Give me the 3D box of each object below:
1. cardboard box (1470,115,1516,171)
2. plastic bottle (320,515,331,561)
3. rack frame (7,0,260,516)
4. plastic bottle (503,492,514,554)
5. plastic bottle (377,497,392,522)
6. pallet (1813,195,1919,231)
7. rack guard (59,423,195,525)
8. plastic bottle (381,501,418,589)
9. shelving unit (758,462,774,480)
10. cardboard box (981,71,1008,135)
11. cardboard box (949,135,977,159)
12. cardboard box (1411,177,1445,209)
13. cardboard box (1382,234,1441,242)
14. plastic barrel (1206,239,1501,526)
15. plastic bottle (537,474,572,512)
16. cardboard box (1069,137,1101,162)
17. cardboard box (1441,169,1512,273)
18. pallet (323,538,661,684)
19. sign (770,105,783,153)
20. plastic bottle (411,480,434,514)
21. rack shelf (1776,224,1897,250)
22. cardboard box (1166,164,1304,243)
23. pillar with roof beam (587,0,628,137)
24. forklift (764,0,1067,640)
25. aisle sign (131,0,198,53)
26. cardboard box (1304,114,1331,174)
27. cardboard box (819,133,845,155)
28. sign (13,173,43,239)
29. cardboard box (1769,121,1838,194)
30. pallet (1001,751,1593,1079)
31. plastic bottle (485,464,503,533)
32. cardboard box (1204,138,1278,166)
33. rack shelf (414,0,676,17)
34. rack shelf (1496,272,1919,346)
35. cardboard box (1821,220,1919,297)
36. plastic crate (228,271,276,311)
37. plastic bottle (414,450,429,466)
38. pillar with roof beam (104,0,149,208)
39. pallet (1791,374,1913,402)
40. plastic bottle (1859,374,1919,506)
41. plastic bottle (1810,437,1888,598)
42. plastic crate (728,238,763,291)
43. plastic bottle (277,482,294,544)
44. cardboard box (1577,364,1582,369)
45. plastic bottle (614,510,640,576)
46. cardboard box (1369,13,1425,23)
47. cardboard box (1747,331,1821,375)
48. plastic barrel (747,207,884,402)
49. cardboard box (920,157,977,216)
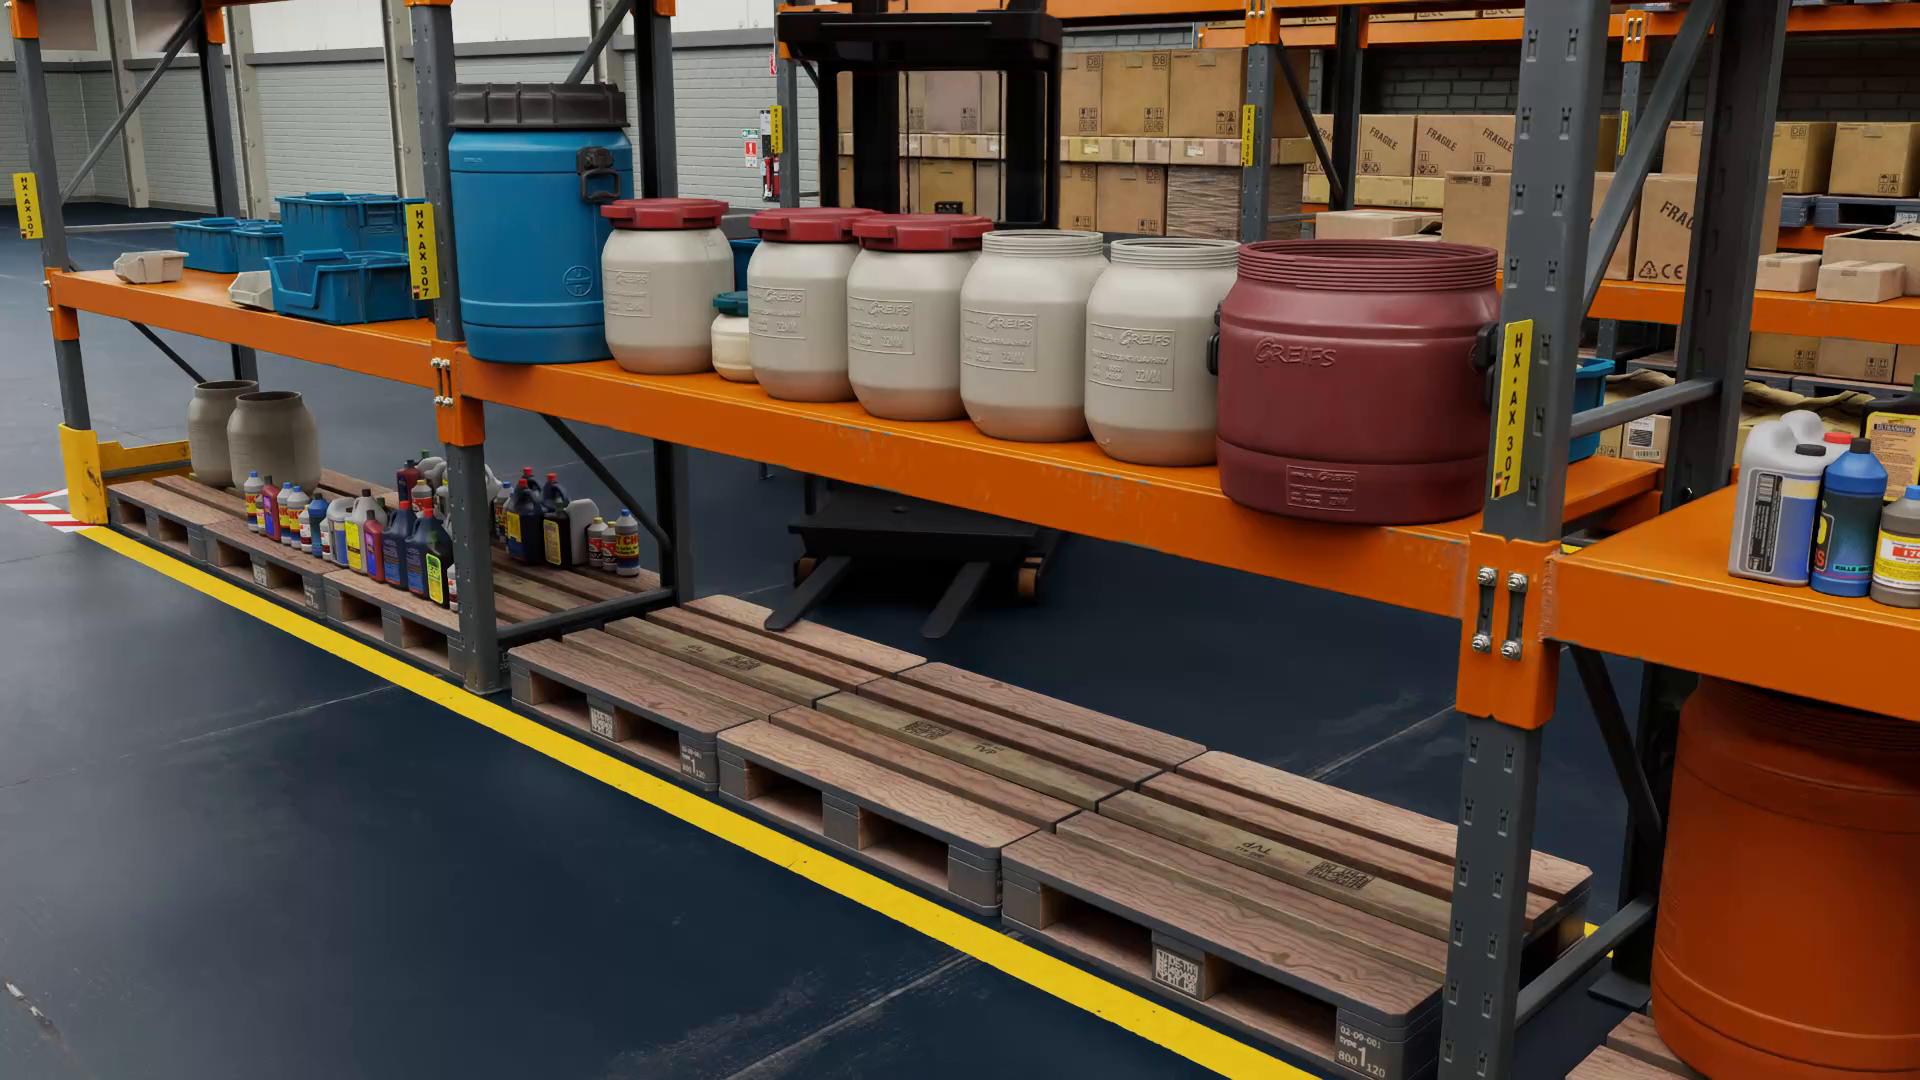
[{"bbox_3d":[4.482,-3.176,13.443,0.500,0.500,0.500,14,20,42],"label":"cardboard box"},{"bbox_3d":[-2.729,-0.019,7.233,0.097,0.201,0.097,0,15,0],"label":"plastic bottle"},{"bbox_3d":[-4.356,-1.665,8.873,0.127,3.000,1.000,14,20,42],"label":"rack frame"},{"bbox_3d":[-1.957,-0.078,7.319,0.097,0.271,0.097,0,15,0],"label":"plastic bottle"},{"bbox_3d":[-2.458,-0.037,7.139,0.133,0.283,0.061,14,20,42],"label":"plastic bottle"},{"bbox_3d":[6.826,-2.309,11.726,1.213,0.211,1.003,14,20,42],"label":"pallet"},{"bbox_3d":[-4.268,-0.451,9.170,0.348,0.500,1.175,14,20,42],"label":"rack guard"},{"bbox_3d":[-2.278,0.010,6.825,0.185,0.351,0.144,12,19,39],"label":"plastic bottle"},{"bbox_3d":[-0.615,-1.064,9.543,1.048,1.500,0.538,9,17,32],"label":"shelving unit"},{"bbox_3d":[0.557,-2.879,10.763,0.500,0.500,0.700,14,20,42],"label":"cardboard box"},{"bbox_3d":[0.147,-2.593,10.949,0.250,0.149,0.380,13,20,41],"label":"cardboard box"},{"bbox_3d":[4.123,-2.902,13.878,0.500,0.250,0.500,14,20,42],"label":"cardboard box"},{"bbox_3d":[2.461,-1.550,8.928,0.250,0.149,0.380,14,20,42],"label":"cardboard box"},{"bbox_3d":[0.859,-0.357,3.583,0.708,0.536,0.600,14,20,42],"label":"plastic barrel"},{"bbox_3d":[-1.769,-0.112,7.296,0.144,0.351,0.185,-14,20,-43],"label":"plastic bottle"},{"bbox_3d":[0.889,-2.413,10.258,0.250,0.149,0.380,14,20,42],"label":"cardboard box"},{"bbox_3d":[2.885,-1.682,8.740,0.500,0.500,0.500,-13,19,-40],"label":"cardboard box"},{"bbox_3d":[-1.931,0.259,7.018,1.213,0.211,1.003,14,20,42],"label":"pallet"},{"bbox_3d":[-1.304,-2.921,11.819,0.005,0.325,0.100,14,20,42],"label":"sign"},{"bbox_3d":[-2.540,-0.183,7.861,0.097,0.201,0.097,0,15,0],"label":"plastic bottle"},{"bbox_3d":[6.840,-2.065,11.835,4.000,0.370,1.077,14,20,42],"label":"rack shelf"},{"bbox_3d":[1.641,-1.988,9.915,0.500,0.500,0.700,13,19,41],"label":"cardboard box"},{"bbox_3d":[-8.001,-7.719,20.211,0.400,9.000,9.100,14,20,42],"label":"pillar with roof beam"},{"bbox_3d":[-0.138,-1.230,7.340,1.130,2.935,3.031,3,15,10],"label":"forklift"},{"bbox_3d":[-4.201,-2.989,8.800,0.004,0.787,0.394,14,20,42],"label":"aisle sign"},{"bbox_3d":[3.005,-3.537,14.827,0.500,0.500,0.500,14,20,42],"label":"cardboard box"},{"bbox_3d":[-0.782,-2.818,11.813,0.250,0.149,0.380,13,20,42],"label":"cardboard box"},{"bbox_3d":[-4.741,-1.700,8.457,0.005,0.325,0.100,14,20,42],"label":"sign"},{"bbox_3d":[6.140,-2.830,12.273,0.700,0.500,0.500,-12,19,-39],"label":"cardboard box"},{"bbox_3d":[0.873,0.942,4.398,1.213,0.211,1.003,14,20,42],"label":"pallet"},{"bbox_3d":[-2.211,-0.220,7.708,0.185,0.351,0.144,13,20,42],"label":"plastic bottle"},{"bbox_3d":[1.620,-2.234,9.573,0.250,0.149,0.380,14,20,42],"label":"cardboard box"},{"bbox_3d":[-0.036,-1.718,4.555,4.000,0.370,1.077,14,20,42],"label":"rack shelf"},{"bbox_3d":[3.404,-1.165,8.381,4.000,0.370,1.077,14,20,42],"label":"rack shelf"},{"bbox_3d":[4.335,-1.312,7.694,0.500,0.311,0.500,13,20,42],"label":"cardboard box"},{"bbox_3d":[-2.821,-1.075,7.133,0.437,0.136,0.530,14,20,42],"label":"plastic crate"},{"bbox_3d":[-2.633,-0.304,8.166,0.061,0.283,0.133,-14,20,-43],"label":"plastic bottle"},{"bbox_3d":[-20.959,-10.870,32.301,0.400,9.000,9.100,14,20,42],"label":"pillar with roof beam"},{"bbox_3d":[6.844,-1.064,12.098,1.213,0.211,1.003,14,20,42],"label":"pallet"},{"bbox_3d":[1.991,-0.215,3.539,0.133,0.283,0.061,14,20,42],"label":"plastic bottle"},{"bbox_3d":[1.555,-0.043,2.903,0.097,0.271,0.097,0,15,0],"label":"plastic bottle"},{"bbox_3d":[-0.466,-0.821,5.664,0.575,0.384,0.392,14,20,42],"label":"plastic crate"},{"bbox_3d":[-3.020,-0.124,7.496,0.097,0.271,0.097,0,15,0],"label":"plastic bottle"},{"bbox_3d":[3.192,-0.811,9.103,0.500,0.311,0.500,14,20,42],"label":"cardboard box"},{"bbox_3d":[-1.401,0.007,6.994,0.097,0.271,0.097,0,15,0],"label":"plastic bottle"},{"bbox_3d":[3.727,-4.588,13.905,0.500,0.500,0.500,-13,19,-41],"label":"cardboard box"},{"bbox_3d":[6.349,-1.559,12.552,0.500,0.500,0.700,13,20,41],"label":"cardboard box"},{"bbox_3d":[-0.412,-0.695,4.881,0.433,0.535,0.433,0,15,0],"label":"plastic barrel"},{"bbox_3d":[0.147,-2.349,11.299,0.500,0.500,0.700,14,20,43],"label":"cardboard box"}]
